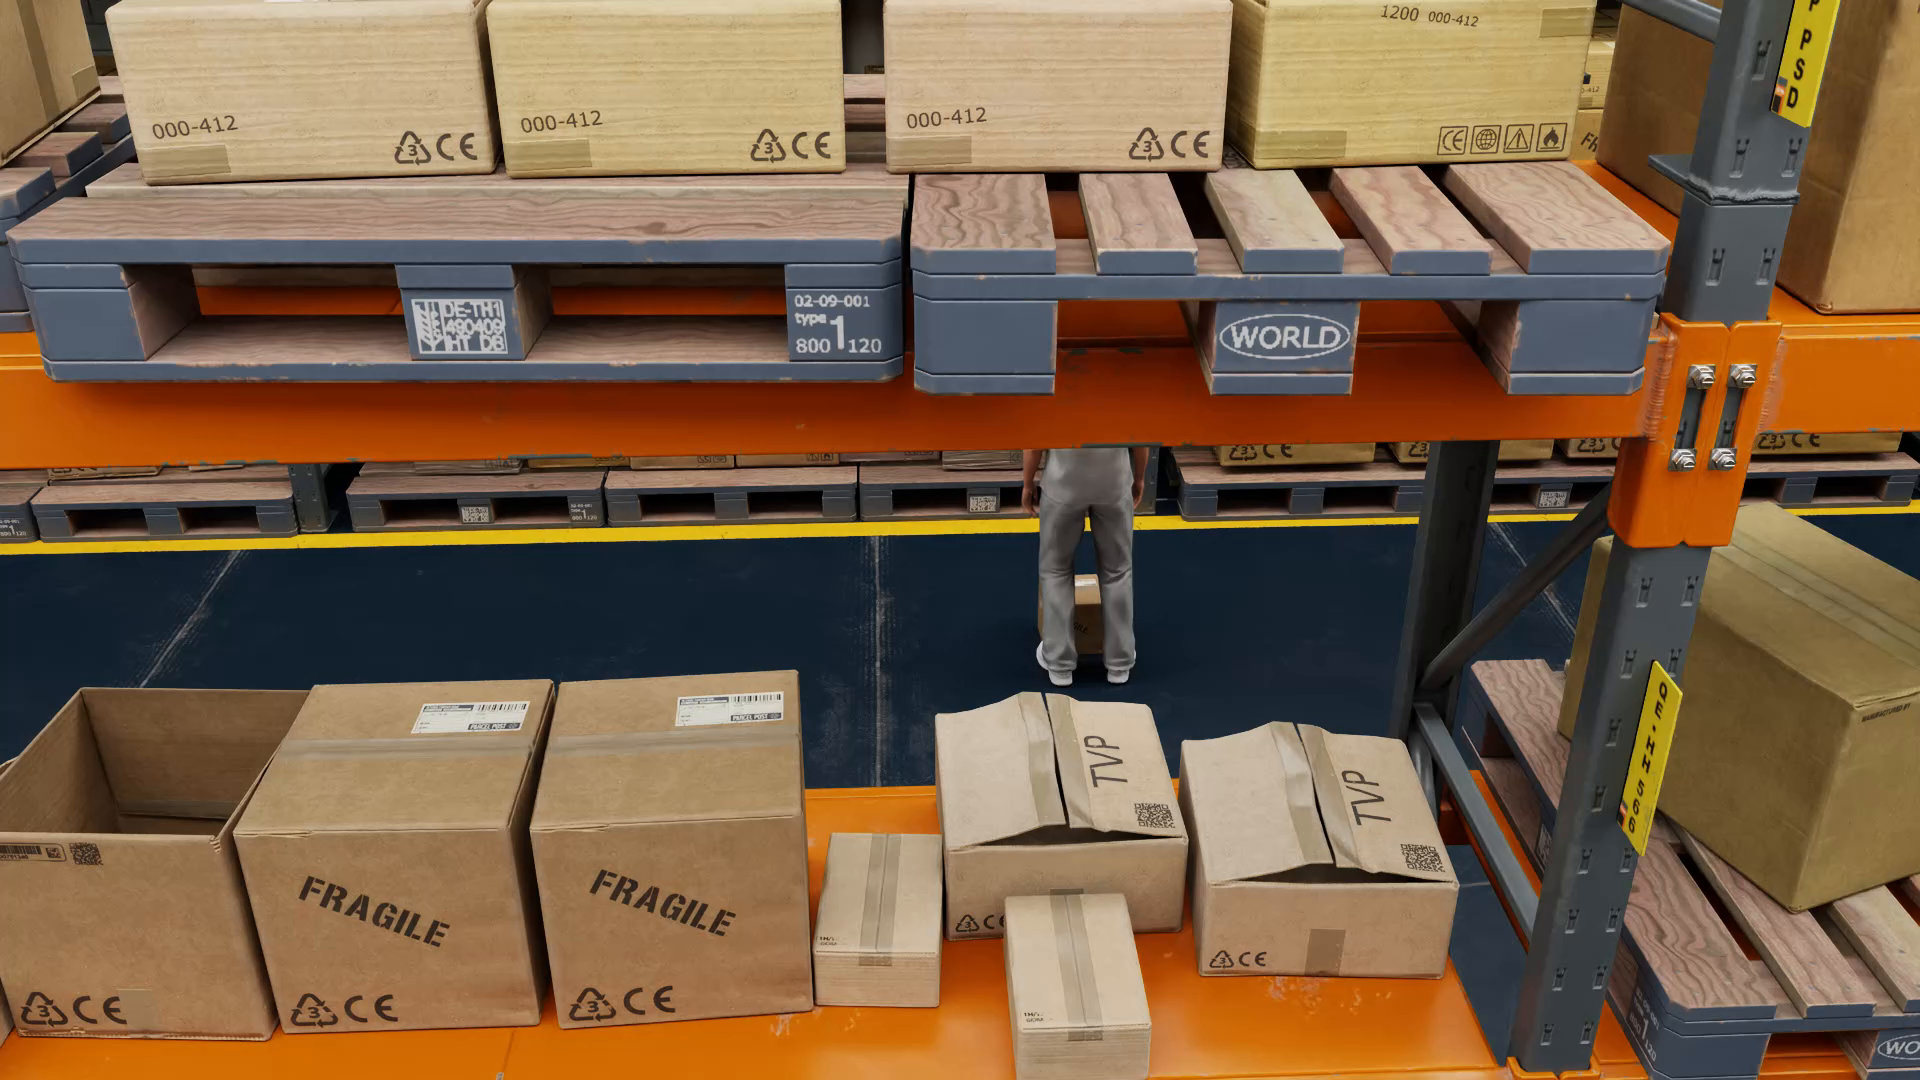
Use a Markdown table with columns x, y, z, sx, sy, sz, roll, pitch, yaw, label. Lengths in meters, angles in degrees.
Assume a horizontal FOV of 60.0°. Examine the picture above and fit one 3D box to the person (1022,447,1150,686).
| x | y | z | sx | sy | sz | roll | pitch | yaw | label |
| --- | --- | --- | --- | --- | --- | --- | --- | --- | --- |
| 0.493 | -0.199 | 6.501 | 0.509 | 1.673 | 0.356 | -2 | 28 | -5 | person |
